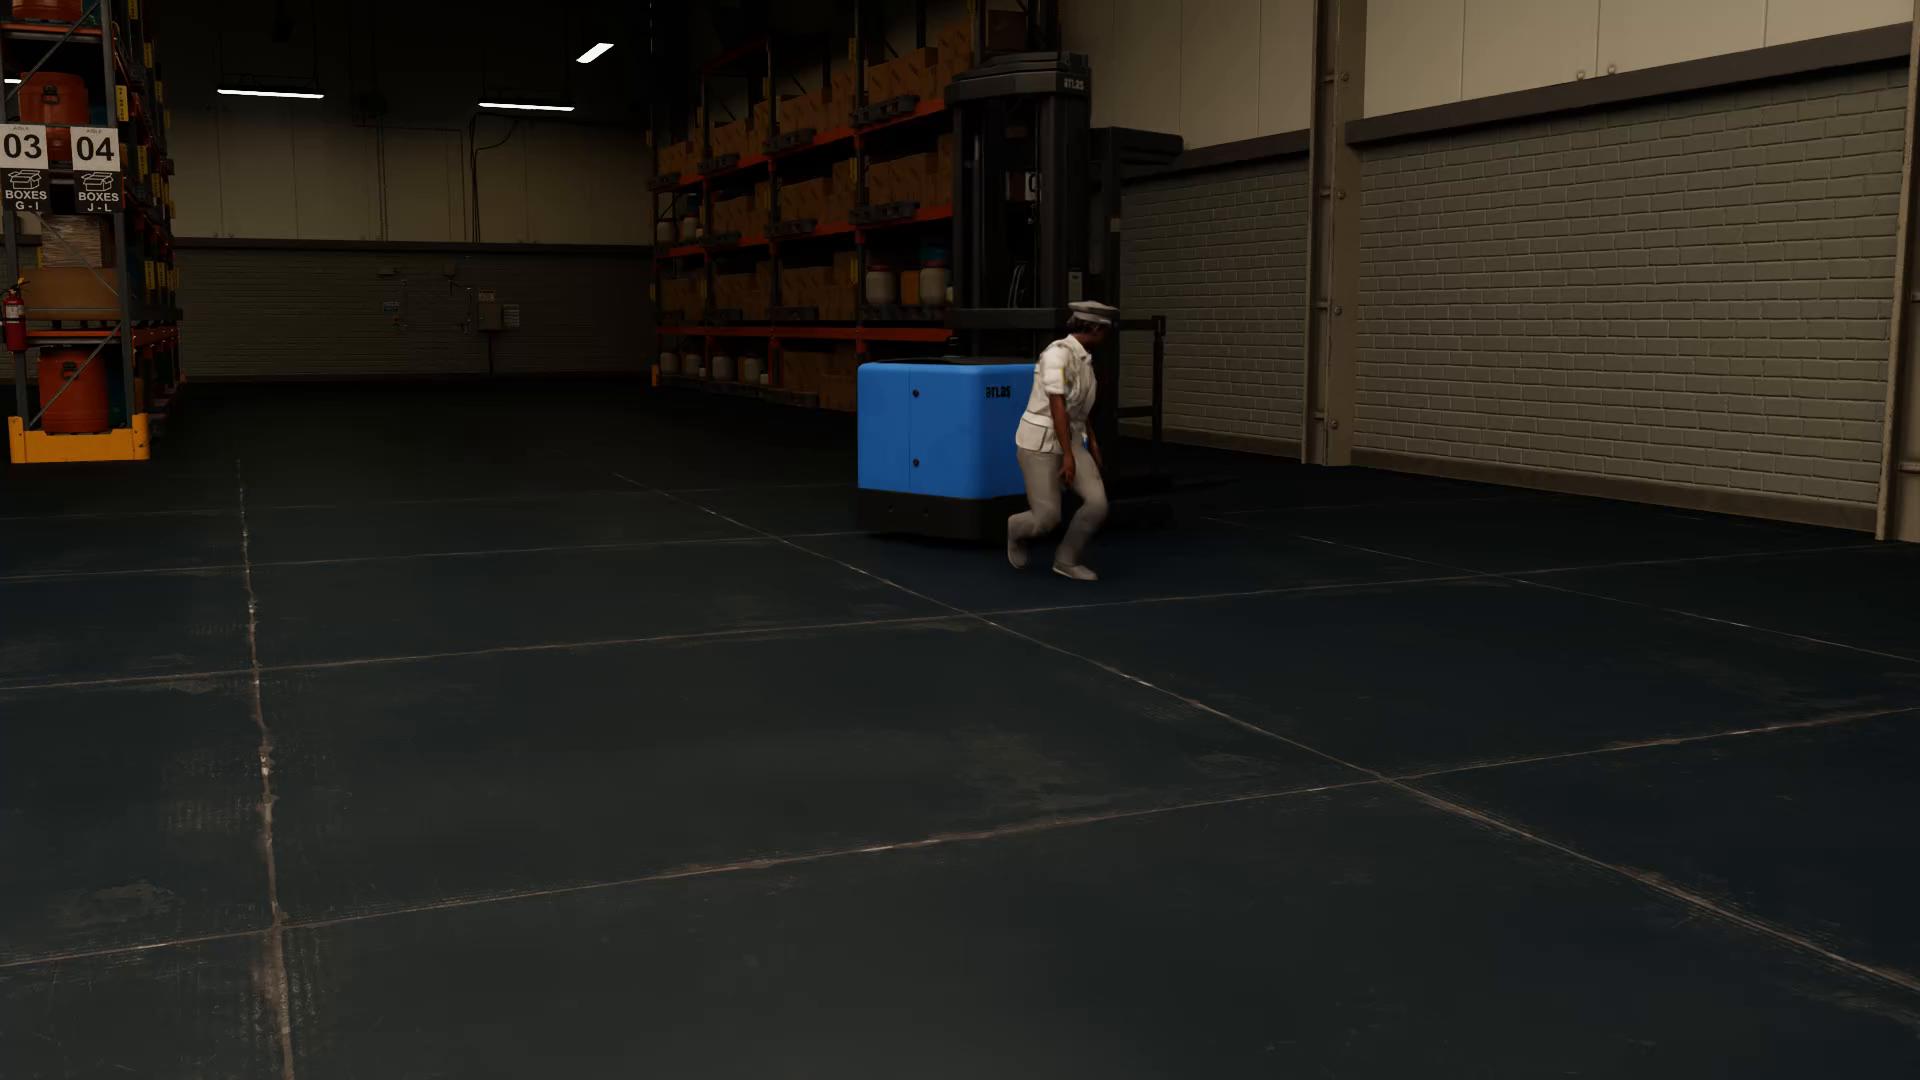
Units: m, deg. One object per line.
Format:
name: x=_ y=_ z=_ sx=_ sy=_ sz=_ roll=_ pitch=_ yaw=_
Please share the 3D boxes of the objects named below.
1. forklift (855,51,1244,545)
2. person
forklift: x=0.735 y=-1.564 z=10.807 sx=1.130 sy=2.935 sz=3.031 roll=7 pitch=10 yaw=43
person: x=0.539 y=-0.515 z=8.669 sx=0.610 sy=1.451 sz=0.682 roll=-7 pitch=10 yaw=-42
